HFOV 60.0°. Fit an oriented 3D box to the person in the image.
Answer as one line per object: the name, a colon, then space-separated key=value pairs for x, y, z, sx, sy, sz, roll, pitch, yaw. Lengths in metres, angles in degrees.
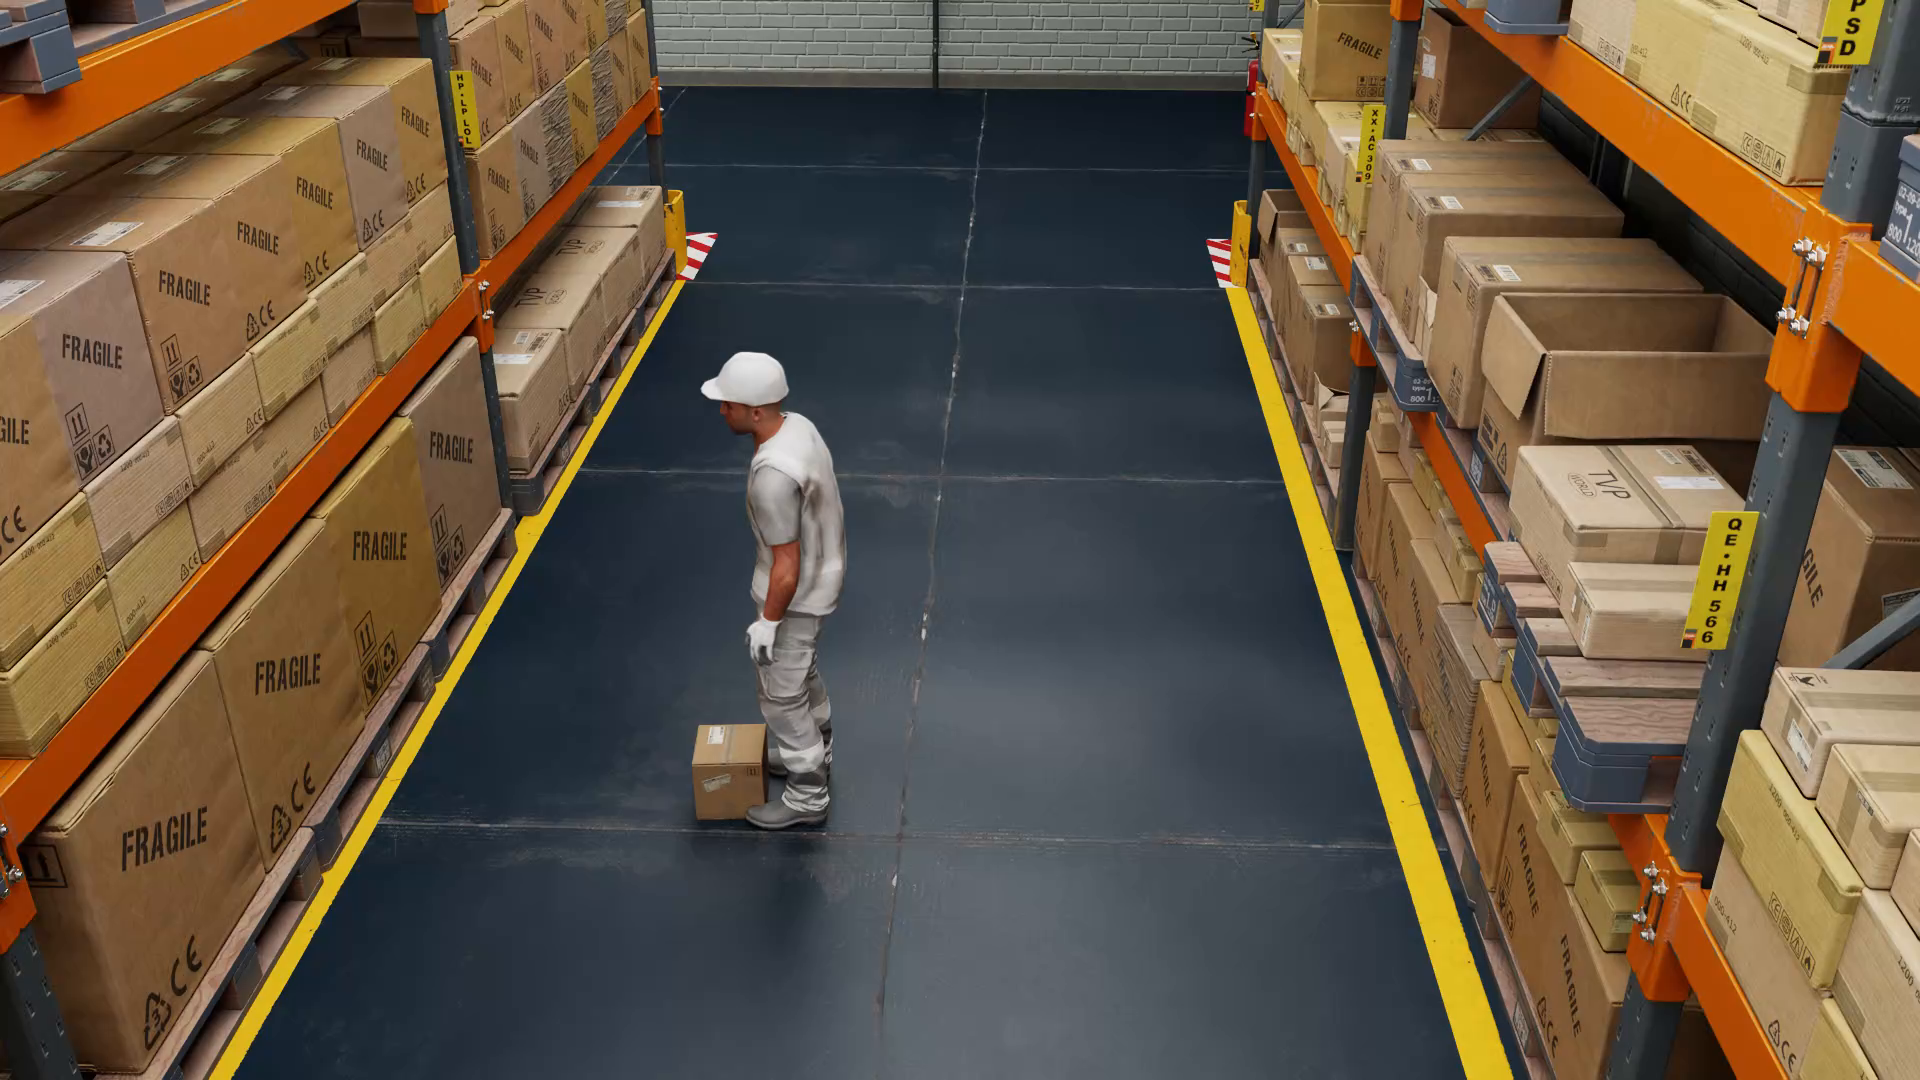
person: x=-0.613 y=0.180 z=5.761 sx=0.448 sy=1.780 sz=0.608 roll=1 pitch=28 yaw=2
